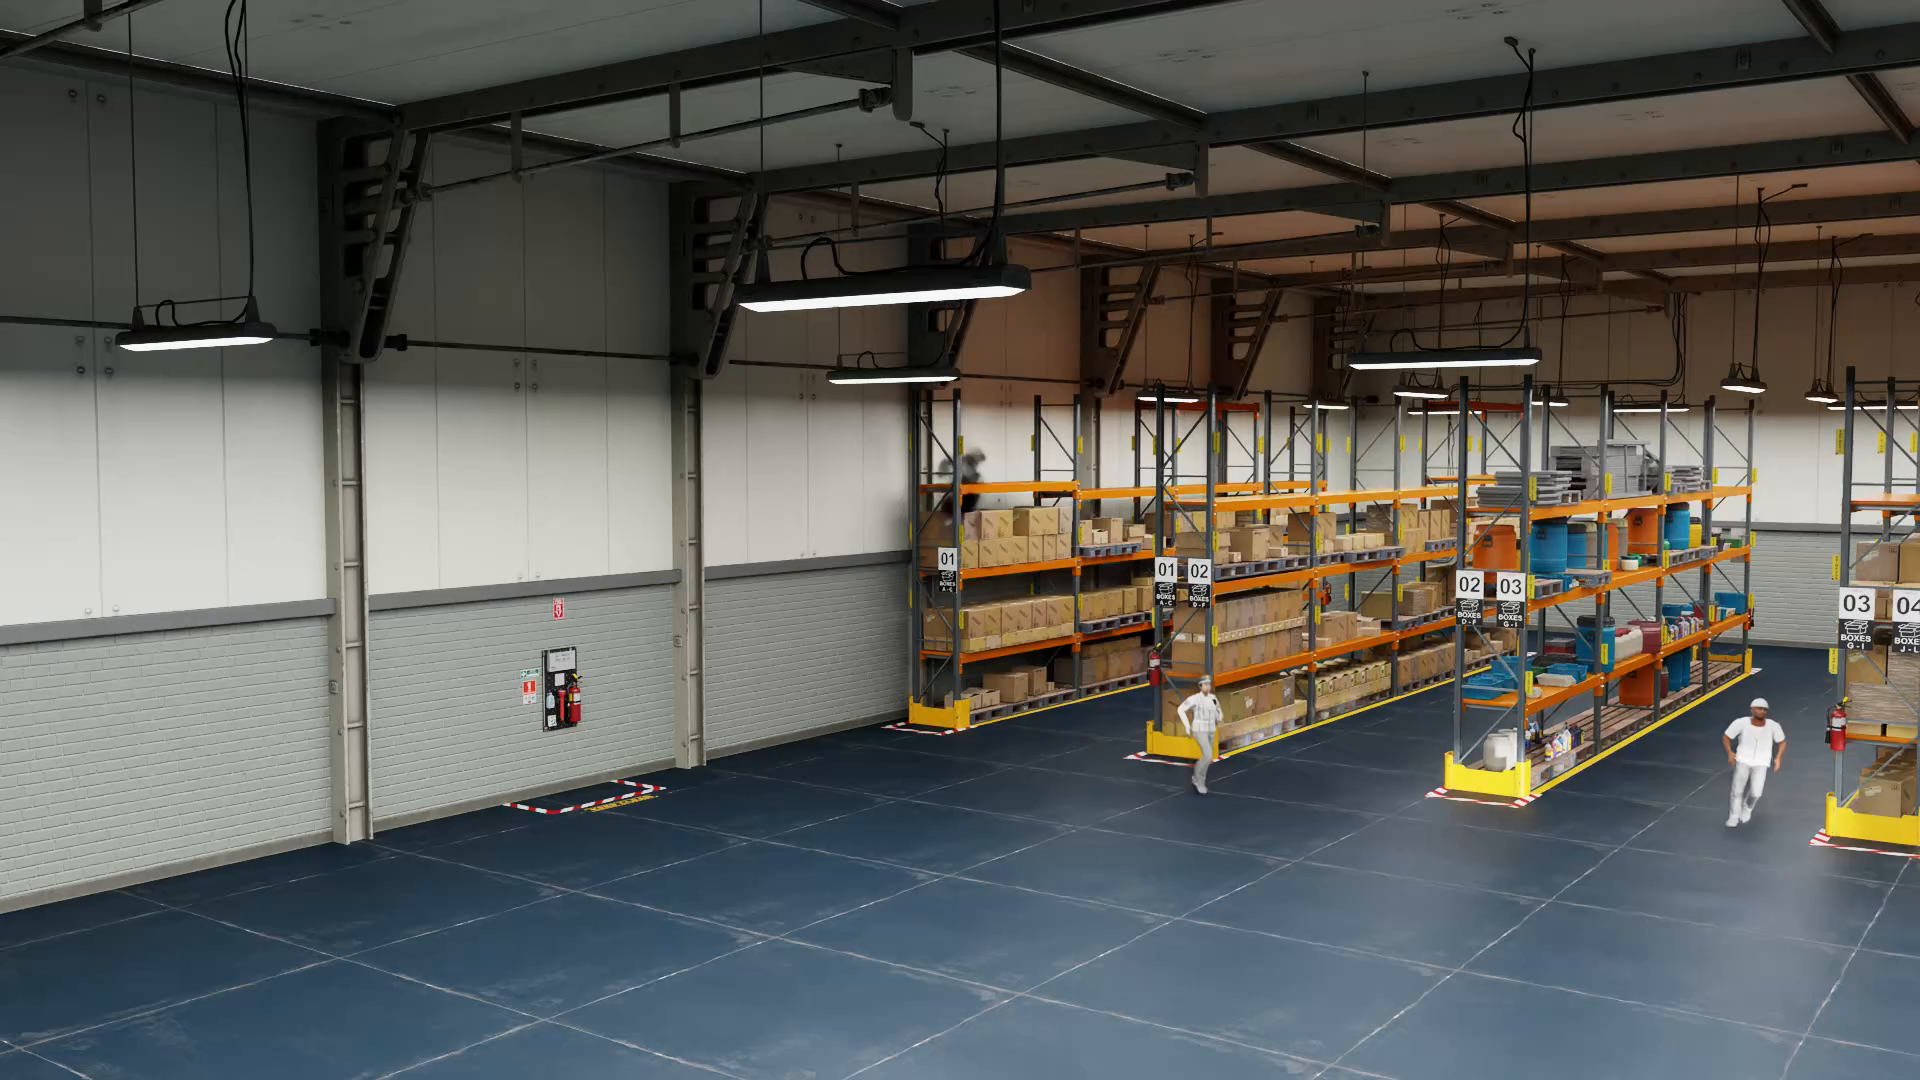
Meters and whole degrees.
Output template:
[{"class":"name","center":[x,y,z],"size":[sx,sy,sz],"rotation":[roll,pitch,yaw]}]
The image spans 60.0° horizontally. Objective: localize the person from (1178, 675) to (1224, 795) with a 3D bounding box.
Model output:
[{"class":"person","center":[3.520,2.797,23.936],"size":[0.581,1.715,0.703],"rotation":[-2,4,-31]}]

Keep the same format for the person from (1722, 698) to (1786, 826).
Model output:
[{"class":"person","center":[10.349,2.914,21.689],"size":[0.763,1.705,0.517],"rotation":[1,4,23]}]
